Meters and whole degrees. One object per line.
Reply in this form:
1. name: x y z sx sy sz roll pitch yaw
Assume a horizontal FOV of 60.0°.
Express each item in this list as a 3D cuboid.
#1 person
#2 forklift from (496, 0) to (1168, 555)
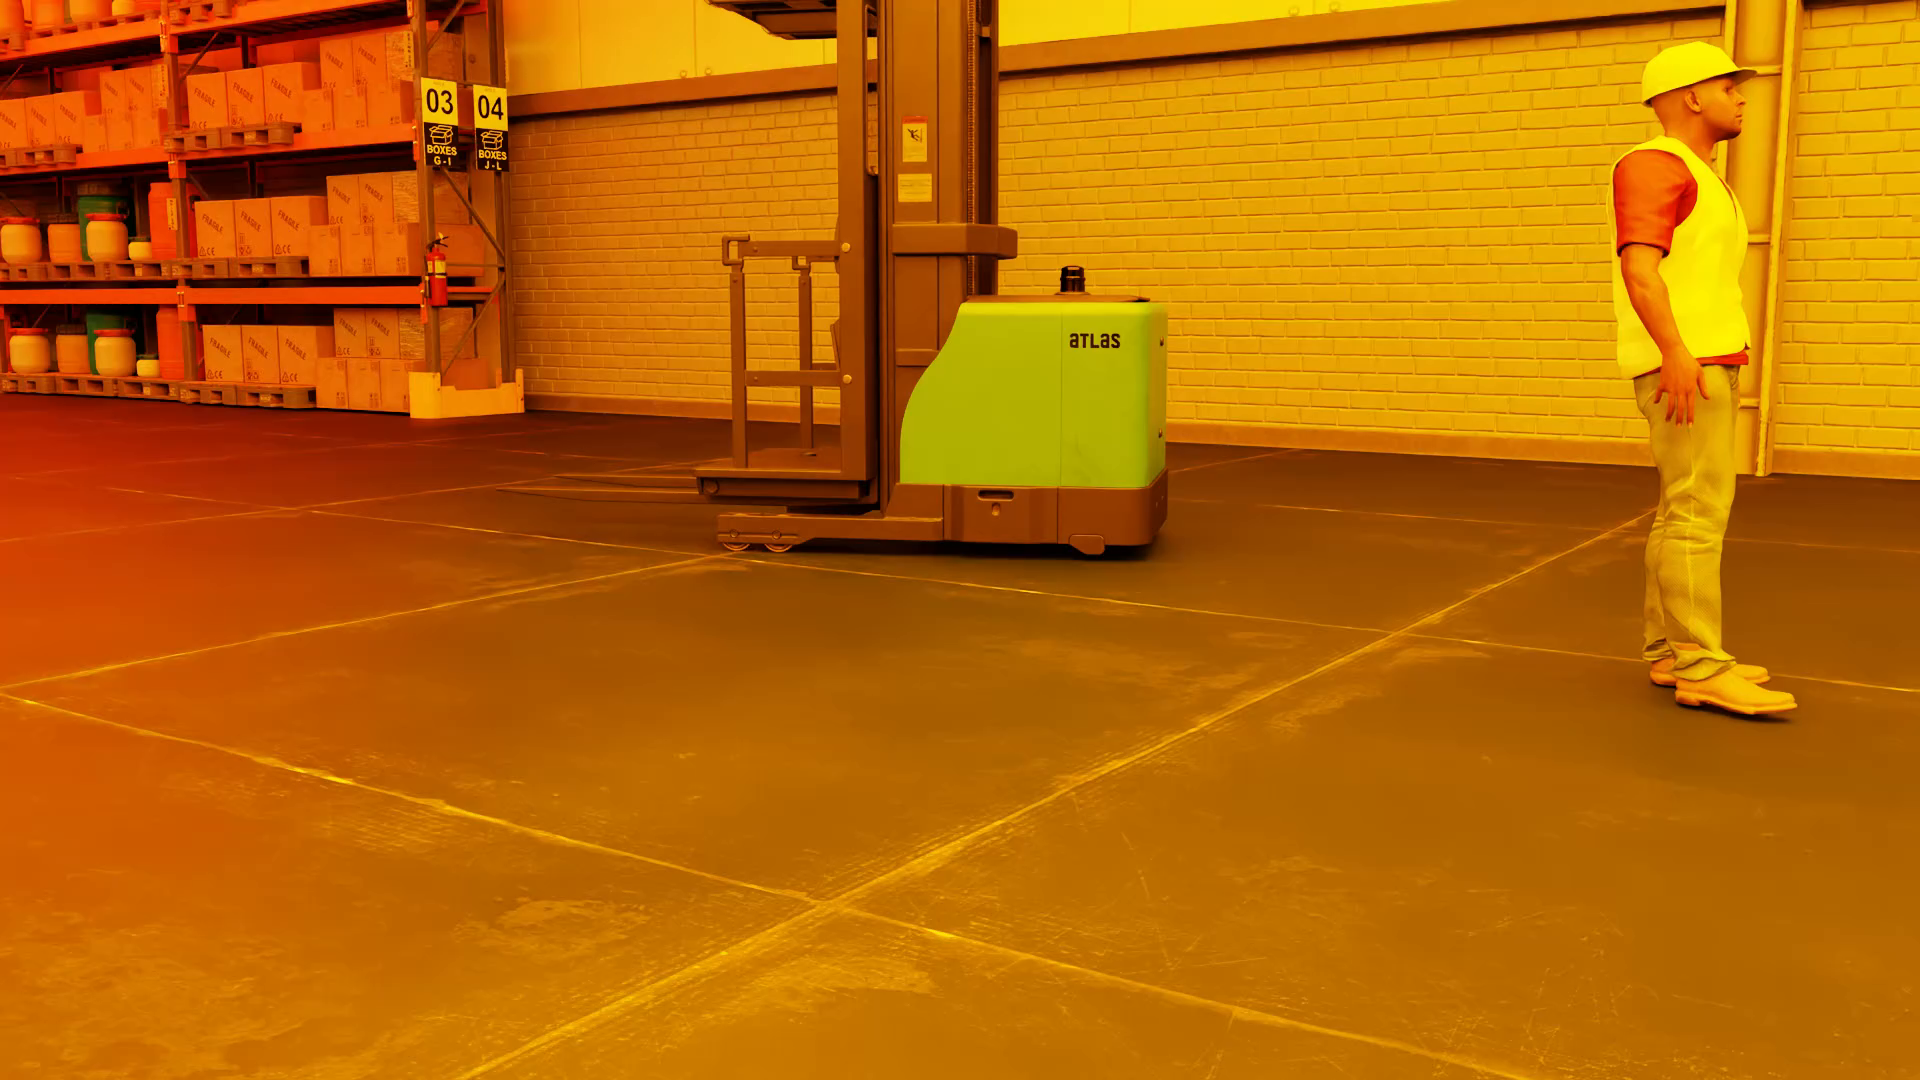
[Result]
1. person: 2.067 -0.463 4.538 0.575 1.768 0.665 5 10 34
2. forklift: -0.596 -1.469 7.520 3.031 2.935 1.130 2 8 12
